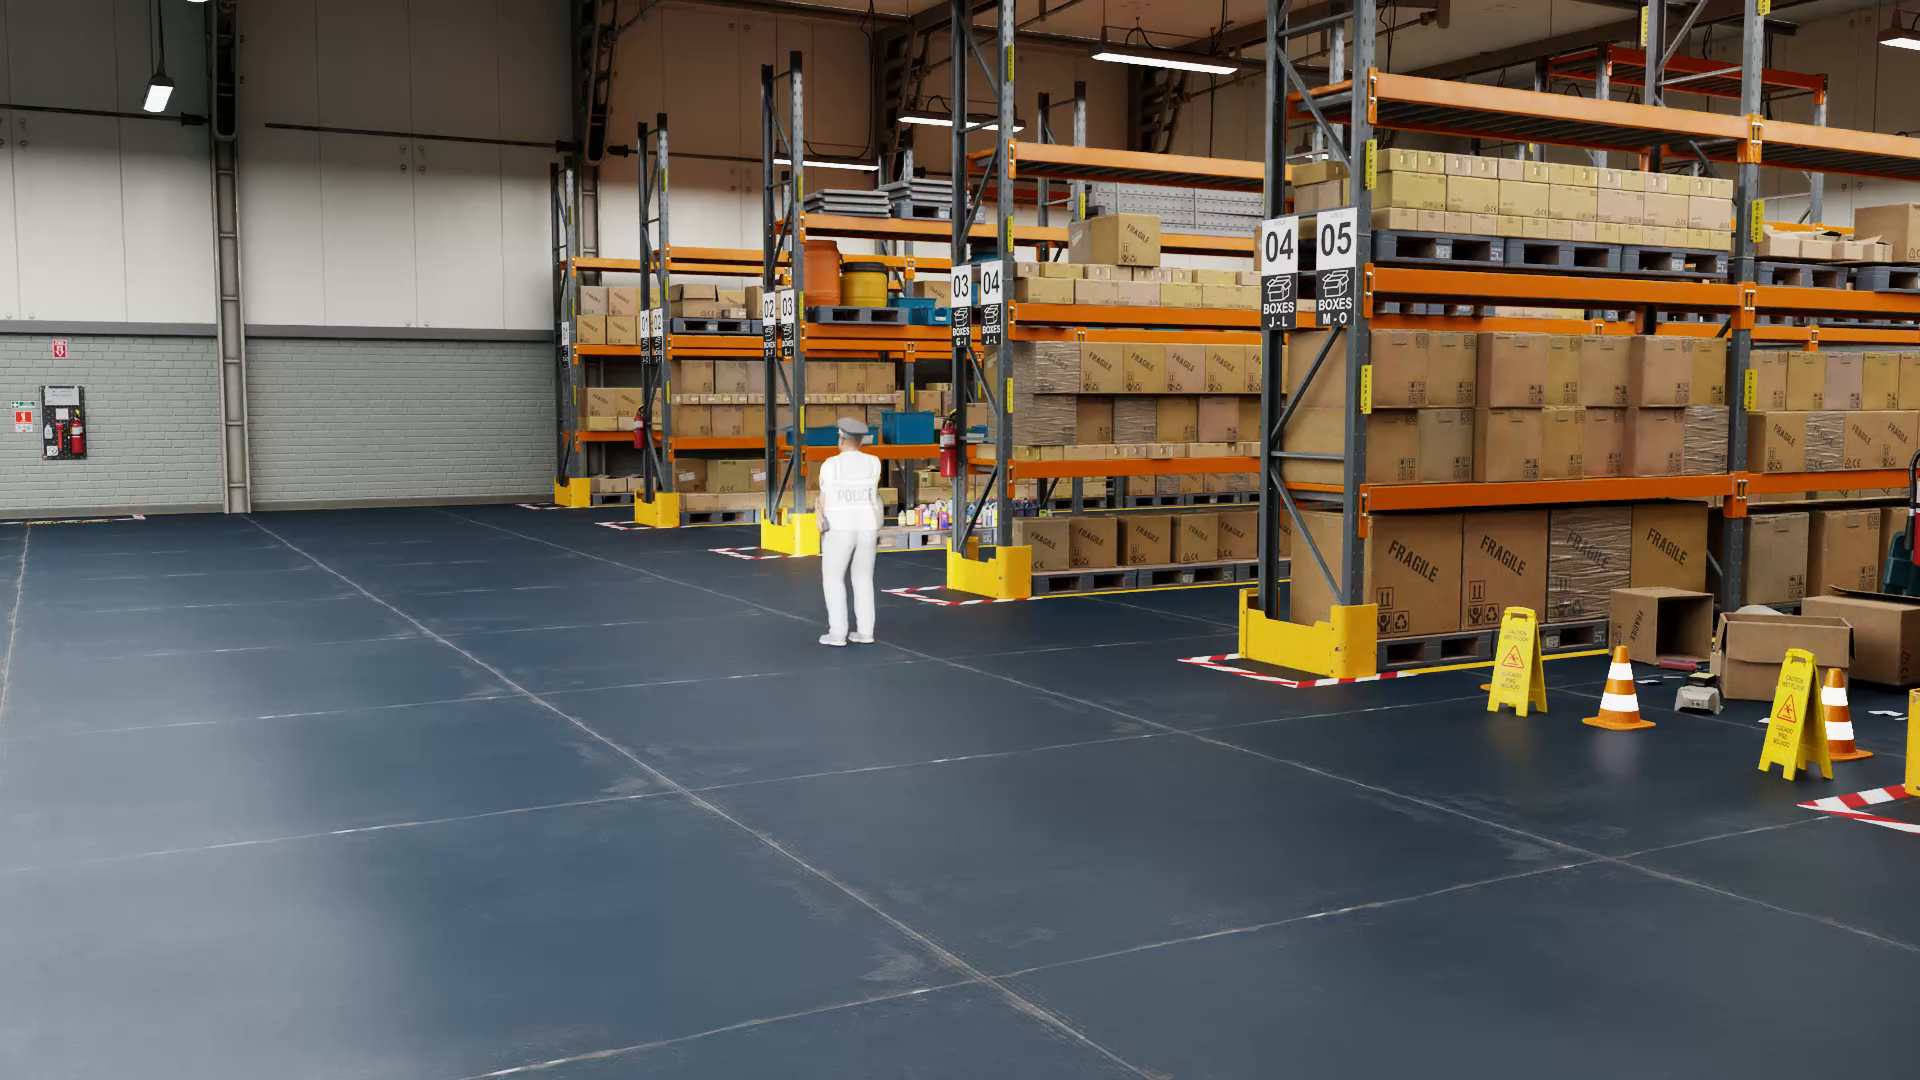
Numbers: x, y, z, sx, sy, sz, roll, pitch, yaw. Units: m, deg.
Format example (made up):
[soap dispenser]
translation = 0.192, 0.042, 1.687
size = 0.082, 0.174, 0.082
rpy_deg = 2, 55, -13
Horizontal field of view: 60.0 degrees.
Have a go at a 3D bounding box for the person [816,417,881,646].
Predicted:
[person]
translation = -0.896, -0.074, 12.955
size = 0.494, 1.766, 0.565
rpy_deg = -3, 6, -28
